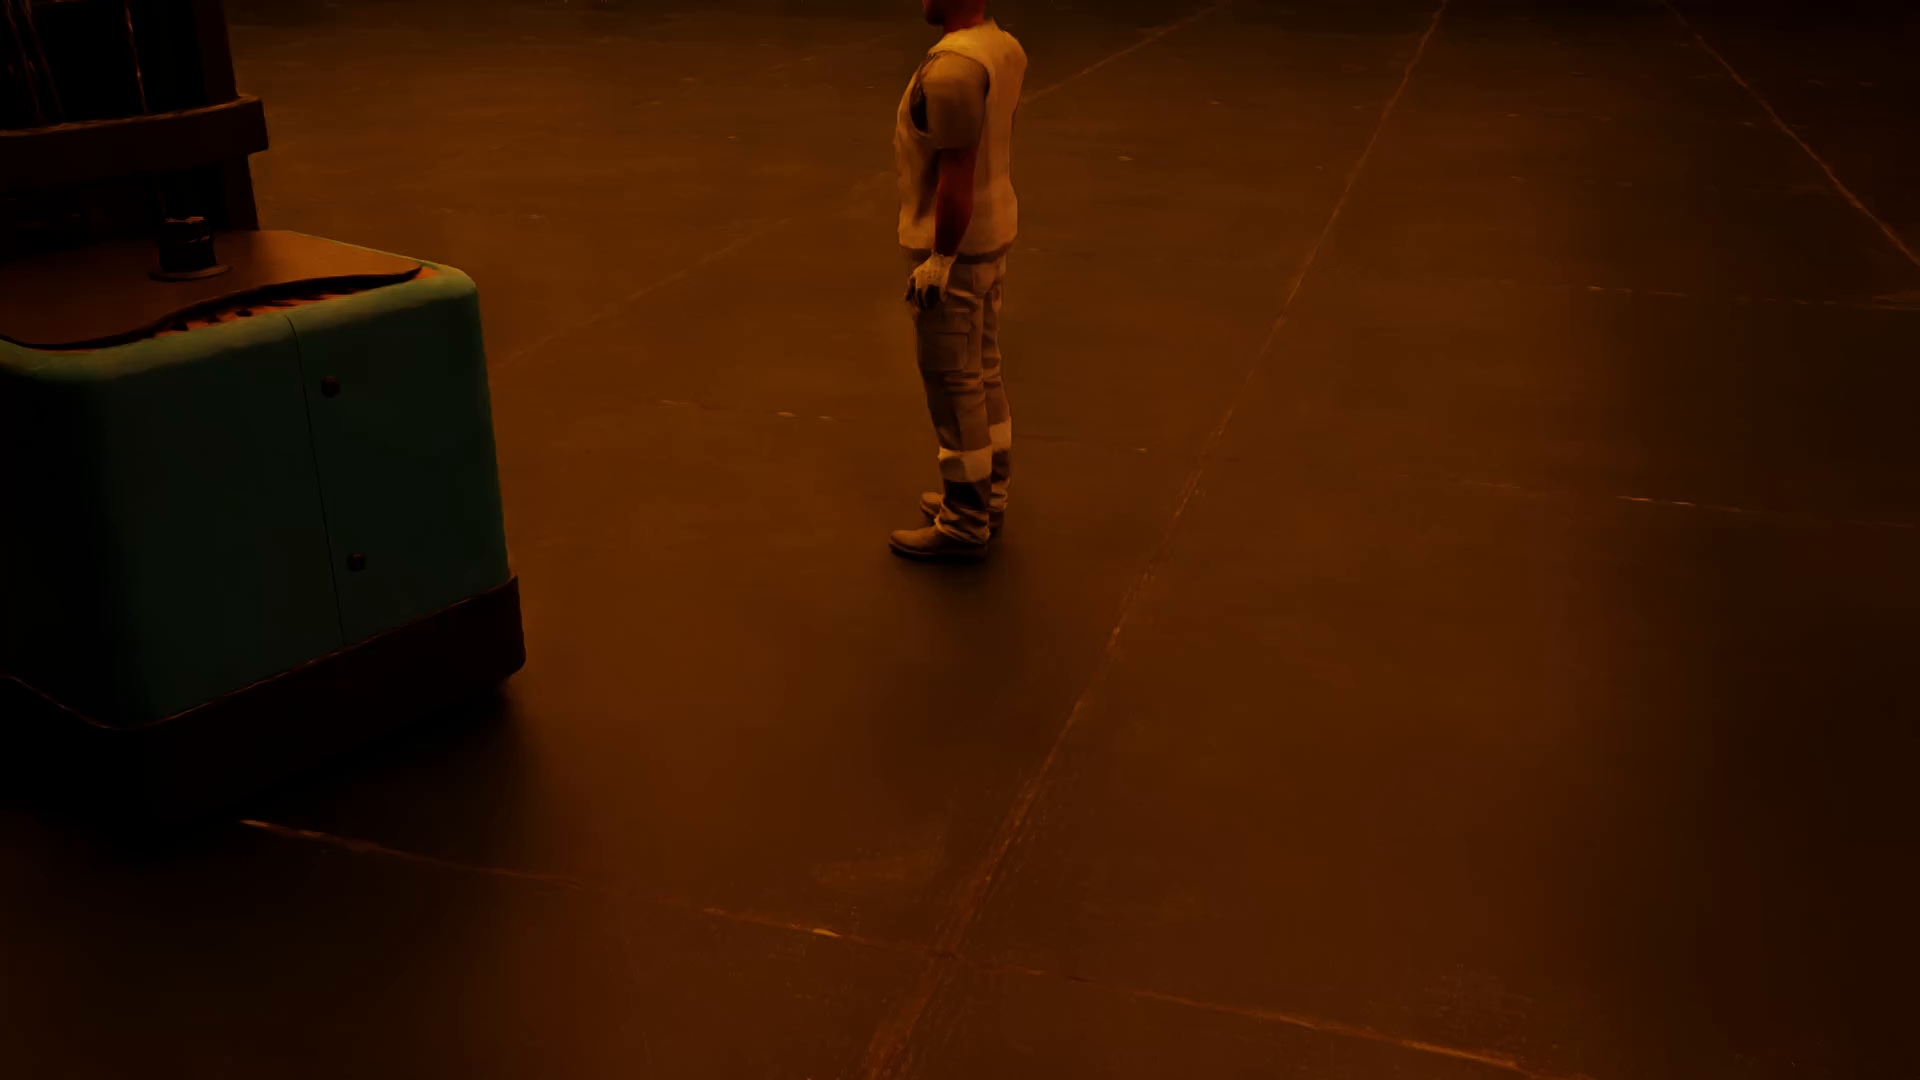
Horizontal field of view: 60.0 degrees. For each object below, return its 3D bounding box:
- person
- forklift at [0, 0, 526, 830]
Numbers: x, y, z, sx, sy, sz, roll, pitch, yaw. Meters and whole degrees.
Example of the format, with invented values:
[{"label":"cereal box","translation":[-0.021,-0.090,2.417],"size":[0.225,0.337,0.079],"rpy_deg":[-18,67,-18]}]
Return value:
[{"label":"person","translation":[-0.020,-0.830,4.783],"size":[0.349,1.795,0.540],"rpy_deg":[7,23,16]},{"label":"forklift","translation":[-2.573,-1.176,4.129],"size":[3.031,2.935,1.130],"rpy_deg":[16,27,34]}]
